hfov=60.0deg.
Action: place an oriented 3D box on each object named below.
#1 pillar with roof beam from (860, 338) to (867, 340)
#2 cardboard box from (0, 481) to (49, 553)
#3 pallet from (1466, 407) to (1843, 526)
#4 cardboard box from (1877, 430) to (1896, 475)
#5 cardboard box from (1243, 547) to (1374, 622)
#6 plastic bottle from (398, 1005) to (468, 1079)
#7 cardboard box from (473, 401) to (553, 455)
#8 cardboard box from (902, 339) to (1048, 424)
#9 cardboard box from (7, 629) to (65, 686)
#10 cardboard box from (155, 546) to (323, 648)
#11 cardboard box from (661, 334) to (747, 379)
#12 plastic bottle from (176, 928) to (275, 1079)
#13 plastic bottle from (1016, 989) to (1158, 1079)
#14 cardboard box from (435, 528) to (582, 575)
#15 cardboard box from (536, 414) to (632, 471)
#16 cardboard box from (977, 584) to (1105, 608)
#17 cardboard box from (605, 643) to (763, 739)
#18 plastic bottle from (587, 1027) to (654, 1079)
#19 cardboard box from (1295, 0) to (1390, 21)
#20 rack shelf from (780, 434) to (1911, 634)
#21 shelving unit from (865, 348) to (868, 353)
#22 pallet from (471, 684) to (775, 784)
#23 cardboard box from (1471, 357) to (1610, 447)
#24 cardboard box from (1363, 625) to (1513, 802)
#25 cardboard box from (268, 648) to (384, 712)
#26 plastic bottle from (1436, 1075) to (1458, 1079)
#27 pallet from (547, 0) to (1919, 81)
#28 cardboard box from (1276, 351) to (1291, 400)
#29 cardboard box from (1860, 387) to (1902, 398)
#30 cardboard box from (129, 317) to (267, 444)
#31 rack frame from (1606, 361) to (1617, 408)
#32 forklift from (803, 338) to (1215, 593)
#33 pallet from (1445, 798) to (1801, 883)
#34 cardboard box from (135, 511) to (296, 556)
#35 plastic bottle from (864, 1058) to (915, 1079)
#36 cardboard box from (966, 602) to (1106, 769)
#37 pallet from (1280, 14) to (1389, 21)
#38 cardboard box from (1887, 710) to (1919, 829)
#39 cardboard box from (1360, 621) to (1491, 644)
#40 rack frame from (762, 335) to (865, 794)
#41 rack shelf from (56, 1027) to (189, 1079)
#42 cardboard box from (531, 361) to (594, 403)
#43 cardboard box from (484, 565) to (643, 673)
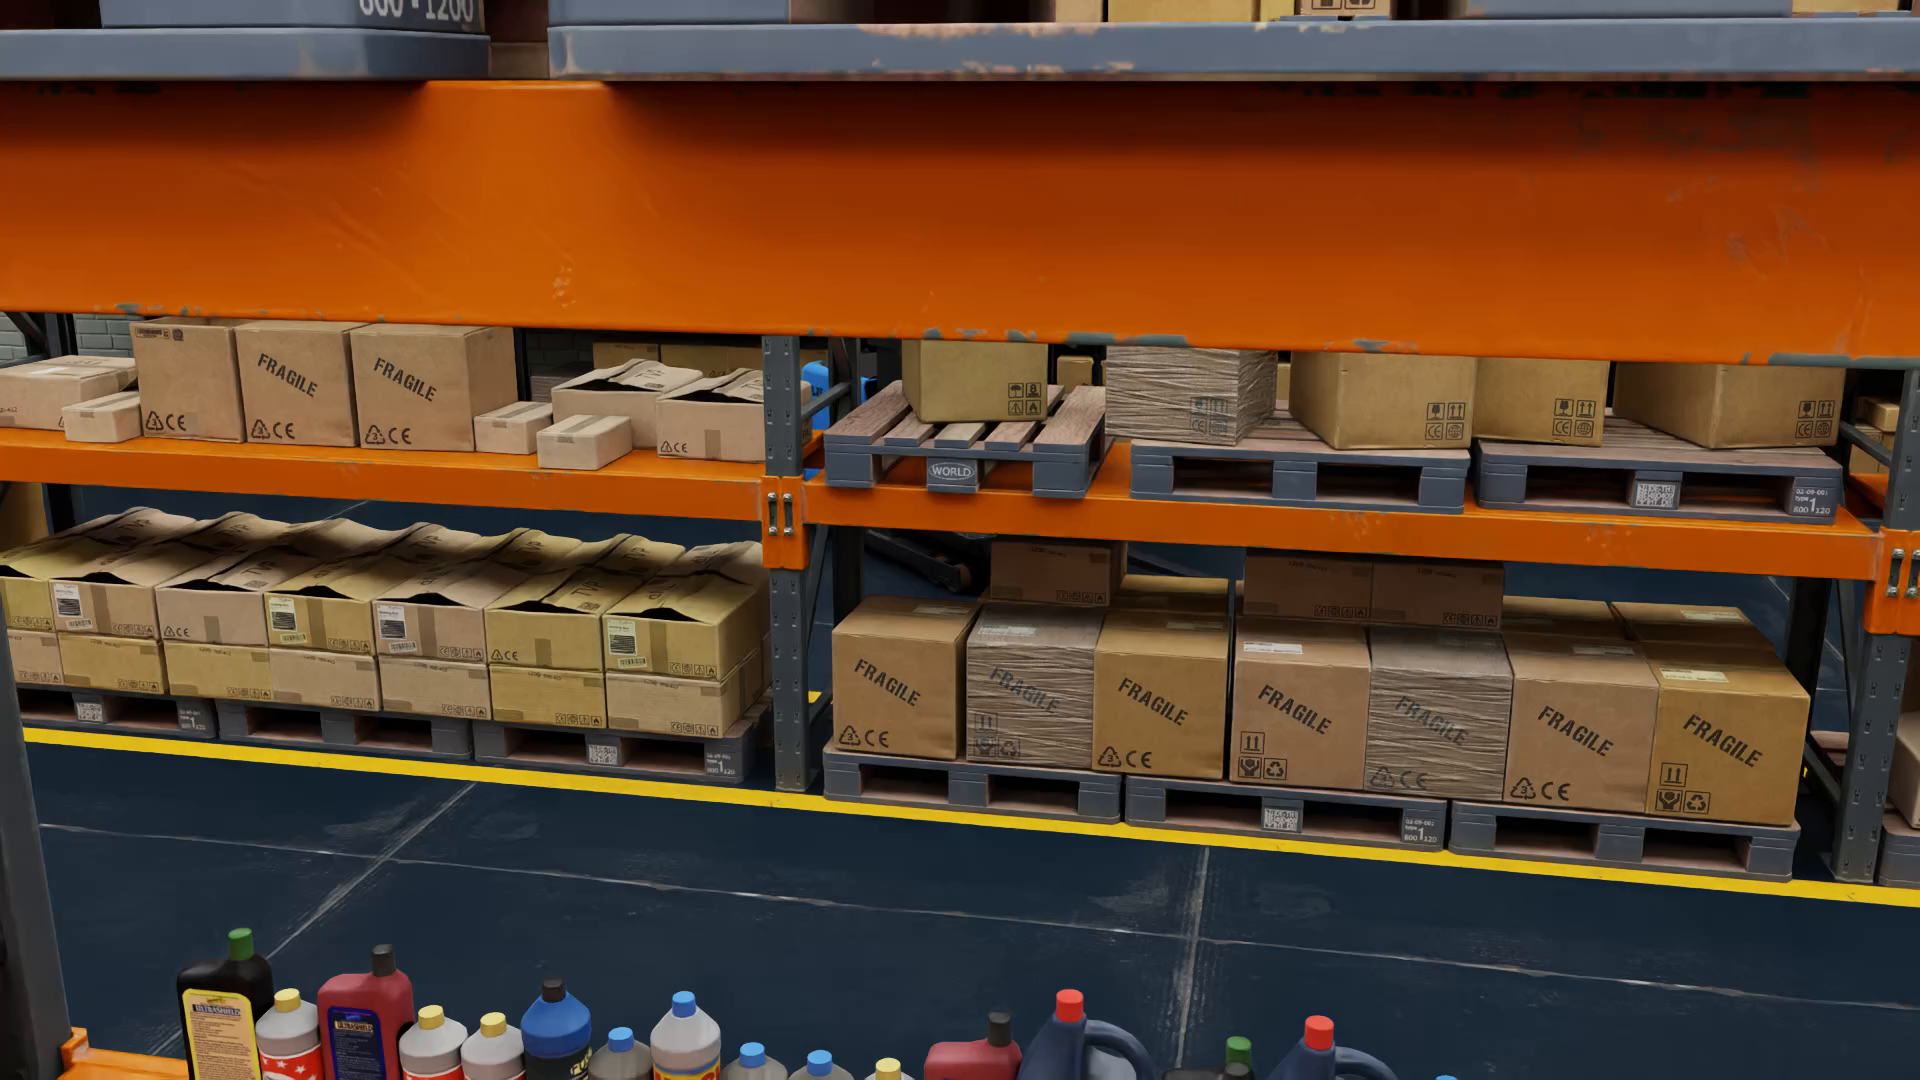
[{"bbox_3d":[-1.568,-3.902,7.721,0.400,9.000,9.100,3,16,11],"label":"pillar with roof beam"},{"bbox_3d":[-4.904,-0.103,8.206,0.500,0.500,0.500,3,16,11],"label":"cardboard box"},{"bbox_3d":[2.566,-0.311,6.356,1.213,0.211,1.003,3,16,11],"label":"pallet"},{"bbox_3d":[6.018,-0.504,10.590,0.500,0.500,0.700,3,16,12],"label":"cardboard box"},{"bbox_3d":[1.430,0.129,6.860,0.500,0.250,0.500,3,16,10],"label":"cardboard box"},{"bbox_3d":[-0.766,0.779,2.433,0.097,0.201,0.097,0,15,0],"label":"plastic bottle"},{"bbox_3d":[-1.853,-0.477,7.067,0.250,0.149,0.380,4,16,15],"label":"cardboard box"},{"bbox_3d":[0.047,-0.792,6.758,0.500,0.500,0.700,-2,16,-8],"label":"cardboard box"},{"bbox_3d":[-4.166,0.451,7.610,0.500,0.250,0.500,3,16,10],"label":"cardboard box"},{"bbox_3d":[-3.160,0.237,7.332,0.500,0.311,0.500,3,16,9],"label":"cardboard box"},{"bbox_3d":[-1.861,-1.339,12.161,0.500,0.250,0.500,3,16,9],"label":"cardboard box"},{"bbox_3d":[-1.102,0.716,2.506,0.133,0.283,0.061,3,16,11],"label":"plastic bottle"},{"bbox_3d":[0.166,0.764,2.207,0.185,0.351,0.144,3,16,11],"label":"plastic bottle"},{"bbox_3d":[-2.063,0.149,7.649,0.500,0.311,0.500,3,16,10],"label":"cardboard box"},{"bbox_3d":[-1.529,-0.400,6.787,0.250,0.149,0.380,3,16,11],"label":"cardboard box"},{"bbox_3d":[0.371,0.436,7.159,0.500,0.500,0.500,4,16,13],"label":"cardboard box"},{"bbox_3d":[-1.156,0.613,7.024,0.500,0.250,0.500,3,16,12],"label":"cardboard box"},{"bbox_3d":[-0.480,0.795,2.377,0.097,0.201,0.097,0,15,0],"label":"plastic bottle"},{"bbox_3d":[1.541,-2.193,6.011,0.600,0.600,0.600,2,16,9],"label":"cardboard box"},{"bbox_3d":[1.368,-0.092,6.554,4.000,0.370,1.077,3,16,11],"label":"rack shelf"},{"bbox_3d":[-0.600,-0.759,11.233,0.215,1.050,0.252,-13,15,-38],"label":"shelving unit"},{"bbox_3d":[-1.391,0.744,7.409,1.213,0.211,1.003,3,16,11],"label":"pallet"},{"bbox_3d":[2.221,-0.687,6.379,0.500,0.500,0.700,6,16,20],"label":"cardboard box"},{"bbox_3d":[1.813,0.653,6.373,0.500,0.500,0.500,3,16,12],"label":"cardboard box"},{"bbox_3d":[-2.659,0.532,7.315,0.500,0.250,0.500,3,16,12],"label":"cardboard box"},{"bbox_3d":[0.621,0.821,2.152,0.097,0.271,0.097,0,15,0],"label":"plastic bottle"},{"bbox_3d":[0.437,-0.467,1.295,1.213,0.211,1.003,3,16,11],"label":"pallet"},{"bbox_3d":[1.943,-0.886,11.312,0.750,0.750,0.750,3,16,11],"label":"cardboard box"},{"bbox_3d":[5.943,-0.877,10.720,0.250,0.149,0.380,3,16,12],"label":"cardboard box"},{"bbox_3d":[-3.247,-0.733,7.333,0.500,0.500,0.500,4,16,15],"label":"cardboard box"},{"bbox_3d":[4.311,-1.629,10.753,0.127,3.000,1.000,3,16,11],"label":"rack frame"},{"bbox_3d":[0.241,-1.258,9.542,1.130,2.935,3.031,-11,19,-33],"label":"forklift"},{"bbox_3d":[2.523,0.978,6.567,1.213,0.211,1.003,3,16,11],"label":"pallet"},{"bbox_3d":[-3.547,0.067,7.945,0.500,0.311,0.500,4,16,13],"label":"cardboard box"},{"bbox_3d":[-0.098,0.815,2.302,0.097,0.201,0.097,0,15,0],"label":"plastic bottle"},{"bbox_3d":[0.311,0.573,6.664,0.500,0.500,0.500,3,16,9],"label":"cardboard box"},{"bbox_3d":[1.685,-1.795,6.086,1.003,0.211,1.213,3,16,11],"label":"pallet"},{"bbox_3d":[3.696,0.830,6.089,0.500,0.311,0.500,3,16,11],"label":"cardboard box"},{"bbox_3d":[1.889,0.516,6.867,0.500,0.500,0.500,3,16,12],"label":"cardboard box"},{"bbox_3d":[-0.592,-0.545,6.842,0.127,3.000,1.000,3,16,11],"label":"rack frame"},{"bbox_3d":[0.377,1.203,1.877,4.000,0.370,1.077,3,16,11],"label":"rack shelf"},{"bbox_3d":[-2.804,-1.027,12.438,0.500,0.500,0.700,4,16,13],"label":"cardboard box"},{"bbox_3d":[-1.665,0.318,7.040,0.500,0.311,0.500,3,16,10],"label":"cardboard box"}]
